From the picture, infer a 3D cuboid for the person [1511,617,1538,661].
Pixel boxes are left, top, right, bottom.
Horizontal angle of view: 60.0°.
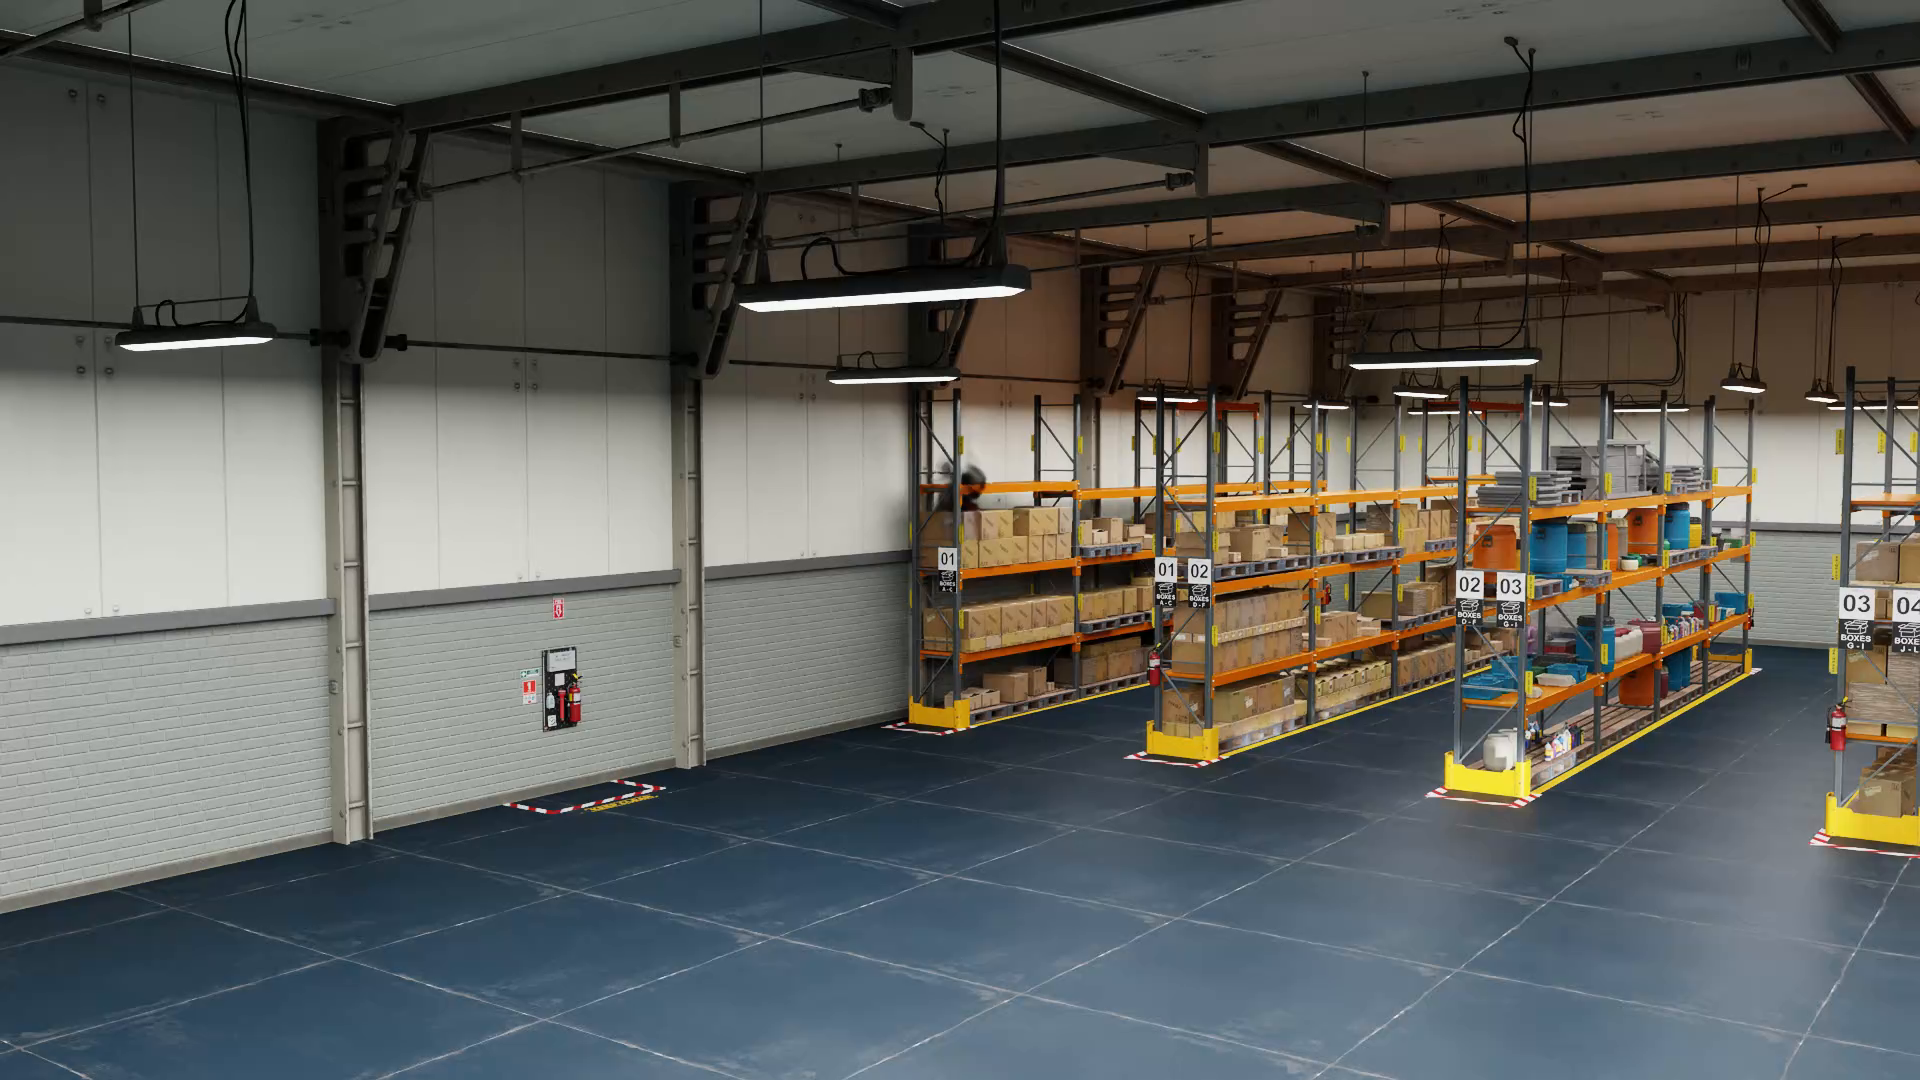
[{"bbox_3d":[11.309,2.288,33.346,0.517,1.630,0.778,1,4,22],"label":"person"}]
